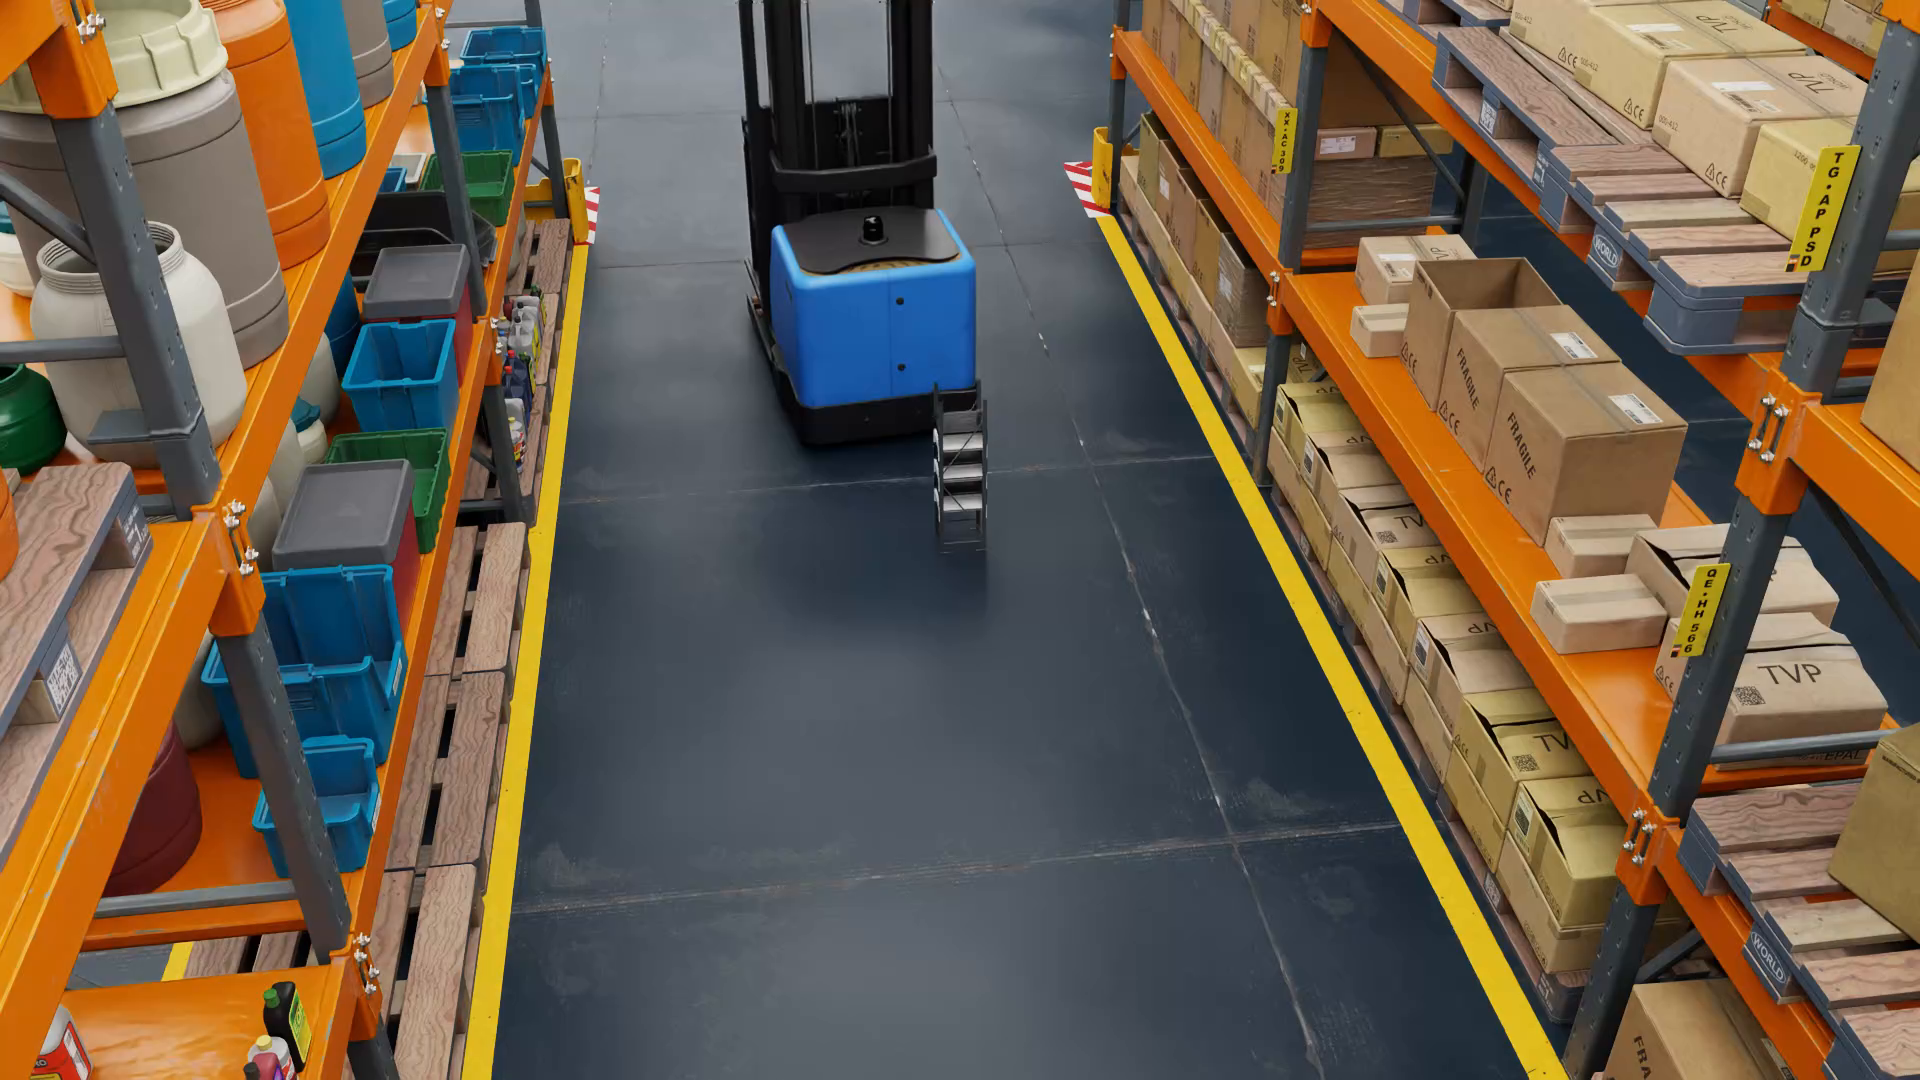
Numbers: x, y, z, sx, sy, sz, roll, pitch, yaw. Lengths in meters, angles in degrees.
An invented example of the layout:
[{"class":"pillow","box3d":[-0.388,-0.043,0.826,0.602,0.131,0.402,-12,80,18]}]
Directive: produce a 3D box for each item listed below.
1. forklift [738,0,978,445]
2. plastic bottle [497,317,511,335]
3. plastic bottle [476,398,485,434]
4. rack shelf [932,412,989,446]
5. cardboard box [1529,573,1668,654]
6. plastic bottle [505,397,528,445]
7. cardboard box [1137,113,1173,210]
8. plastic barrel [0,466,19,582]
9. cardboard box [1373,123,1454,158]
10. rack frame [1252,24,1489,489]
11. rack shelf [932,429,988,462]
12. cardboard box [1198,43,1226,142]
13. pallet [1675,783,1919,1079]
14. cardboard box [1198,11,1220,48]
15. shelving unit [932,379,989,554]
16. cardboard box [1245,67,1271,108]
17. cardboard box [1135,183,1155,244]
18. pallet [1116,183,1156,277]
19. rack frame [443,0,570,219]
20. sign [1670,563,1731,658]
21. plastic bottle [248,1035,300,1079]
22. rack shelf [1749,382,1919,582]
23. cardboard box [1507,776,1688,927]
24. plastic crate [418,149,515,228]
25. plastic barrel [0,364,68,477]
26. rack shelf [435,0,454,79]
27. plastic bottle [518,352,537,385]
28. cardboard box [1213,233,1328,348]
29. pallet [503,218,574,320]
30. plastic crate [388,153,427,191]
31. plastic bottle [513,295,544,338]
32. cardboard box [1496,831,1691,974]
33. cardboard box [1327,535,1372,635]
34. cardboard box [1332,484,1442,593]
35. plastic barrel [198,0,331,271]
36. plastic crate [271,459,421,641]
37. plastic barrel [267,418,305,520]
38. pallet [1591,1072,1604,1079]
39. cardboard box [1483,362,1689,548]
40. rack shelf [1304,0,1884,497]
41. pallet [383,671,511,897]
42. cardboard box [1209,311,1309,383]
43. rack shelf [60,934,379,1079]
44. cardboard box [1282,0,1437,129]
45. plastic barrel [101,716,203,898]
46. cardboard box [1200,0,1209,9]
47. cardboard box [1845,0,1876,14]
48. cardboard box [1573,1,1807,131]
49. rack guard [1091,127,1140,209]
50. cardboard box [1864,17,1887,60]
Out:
[{"class":"forklift","box3d":[-0.760,-2.577,9.928,1.130,2.935,3.031,-8,35,-12]},{"class":"plastic bottle","box3d":[-2.733,-1.246,10.009,0.097,0.201,0.097,0,34,0]},{"class":"plastic bottle","box3d":[-2.621,-0.778,9.190,0.144,0.351,0.185,-4,35,-6]},{"class":"rack shelf","box3d":[0.001,-0.563,8.357,0.258,0.077,0.200,-4,35,-6]},{"class":"cardboard box","box3d":[2.271,0.262,5.925,0.380,0.149,0.250,-4,35,-6]},{"class":"plastic bottle","box3d":[-2.460,-0.666,9.091,0.152,0.276,0.135,-3,34,-5]},{"class":"cardboard box","box3d":[1.511,-2.578,11.272,0.500,0.500,0.500,-4,35,-6]},{"class":"plastic barrel","box3d":[-2.169,-0.262,3.052,0.600,0.830,0.708,-4,35,-6]},{"class":"cardboard box","box3d":[2.284,-2.067,8.455,0.380,0.149,0.250,-4,35,-6]},{"class":"rack frame","box3d":[2.128,-1.593,8.424,1.000,3.000,0.127,-4,35,-6]},{"class":"rack shelf","box3d":[0.001,-0.489,8.407,0.258,0.077,0.200,-4,35,-6]},{"class":"cardboard box","box3d":[1.851,-2.742,10.020,0.700,0.500,0.500,-3,34,-5]},{"class":"pallet","box3d":[2.827,1.091,4.656,1.213,0.211,1.003,-4,35,-6]},{"class":"cardboard box","box3d":[1.636,-3.042,9.885,0.380,0.149,0.250,-4,34,-6]},{"class":"shelving unit","box3d":[0.001,-0.367,8.490,0.258,0.900,0.210,-4,35,-6]},{"class":"cardboard box","box3d":[1.774,-2.469,9.044,0.380,0.149,0.250,-4,35,-6]},{"class":"cardboard box","box3d":[1.513,-2.268,11.483,0.500,0.250,0.500,-4,35,-6]},{"class":"pallet","box3d":[1.735,-2.250,11.863,1.003,0.211,1.213,-4,35,-6]},{"class":"rack frame","box3d":[-3.319,-3.452,11.152,1.000,3.000,0.127,-4,35,-6]},{"class":"sign","box3d":[2.117,0.204,4.758,0.100,0.325,0.005,-4,35,-6]},{"class":"plastic bottle","box3d":[-1.768,1.353,4.277,0.097,0.201,0.097,0,34,0]},{"class":"rack shelf","box3d":[2.935,0.813,2.869,1.077,0.370,4.000,-4,35,-6]},{"class":"cardboard box","box3d":[2.352,1.096,6.049,0.500,0.311,0.500,-3,34,-5]},{"class":"plastic crate","box3d":[-2.683,-1.911,9.079,0.450,0.188,0.662,-4,35,-6]},{"class":"plastic barrel","box3d":[-2.327,-0.297,3.997,0.294,0.245,0.294,0,34,0]},{"class":"rack shelf","box3d":[-3.050,-3.278,8.872,1.077,0.370,4.000,-4,35,-6]},{"class":"plastic bottle","box3d":[-2.518,-0.993,9.637,0.097,0.201,0.097,0,34,0]},{"class":"cardboard box","box3d":[1.794,-1.463,9.635,0.500,0.500,0.500,-4,35,-6]},{"class":"pallet","box3d":[-3.158,-1.807,11.215,1.003,0.211,1.213,-4,35,-6]},{"class":"plastic crate","box3d":[-3.250,-1.998,9.253,0.530,0.136,0.437,-4,35,-6]},{"class":"plastic bottle","box3d":[-2.630,-1.374,10.131,0.152,0.276,0.135,-4,34,-6]},{"class":"cardboard box","box3d":[2.354,1.326,6.209,0.500,0.250,0.500,-4,34,-5]},{"class":"cardboard box","box3d":[2.077,0.188,7.880,0.500,0.250,0.500,-5,35,-8]},{"class":"cardboard box","box3d":[2.070,-0.044,7.722,0.500,0.311,0.500,-5,35,-8]},{"class":"plastic barrel","box3d":[-2.226,-1.245,4.868,0.600,0.830,0.708,-4,35,-6]},{"class":"plastic crate","box3d":[-2.157,0.061,5.941,0.402,0.464,0.583,-4,35,-6]},{"class":"plastic barrel","box3d":[-2.771,-0.316,6.430,0.433,0.535,0.433,0,34,0]},{"class":"pallet","box3d":[2.729,2.211,5.319,1.003,0.211,1.213,-4,35,-6]},{"class":"cardboard box","box3d":[2.424,-0.338,6.493,0.500,0.500,0.500,-6,35,-9]},{"class":"rack shelf","box3d":[2.397,-1.419,6.144,1.077,0.370,4.000,-4,35,-6]},{"class":"pallet","box3d":[-2.469,1.050,7.022,1.003,0.211,1.213,-4,35,-6]},{"class":"cardboard box","box3d":[1.792,-1.153,9.846,0.500,0.250,0.500,-4,35,-6]},{"class":"rack shelf","box3d":[-1.974,2.425,3.166,1.077,0.370,4.000,-4,35,-6]},{"class":"cardboard box","box3d":[2.062,-2.418,8.393,0.700,0.500,0.500,-4,34,-6]},{"class":"plastic barrel","box3d":[-2.605,0.720,4.909,0.600,0.536,0.708,-4,35,-6]},{"class":"cardboard box","box3d":[1.792,-3.537,10.036,0.700,0.500,0.500,-4,35,-6]},{"class":"cardboard box","box3d":[6.321,-3.893,11.249,0.500,0.500,0.500,-4,35,-6]},{"class":"cardboard box","box3d":[2.395,-1.572,5.490,0.500,0.250,0.500,-5,35,-7]},{"class":"rack guard","box3d":[1.587,-2.806,12.423,1.175,0.500,0.348,-4,35,-6]},{"class":"cardboard box","box3d":[6.396,-3.279,11.014,0.500,0.250,0.500,-5,35,-7]}]
